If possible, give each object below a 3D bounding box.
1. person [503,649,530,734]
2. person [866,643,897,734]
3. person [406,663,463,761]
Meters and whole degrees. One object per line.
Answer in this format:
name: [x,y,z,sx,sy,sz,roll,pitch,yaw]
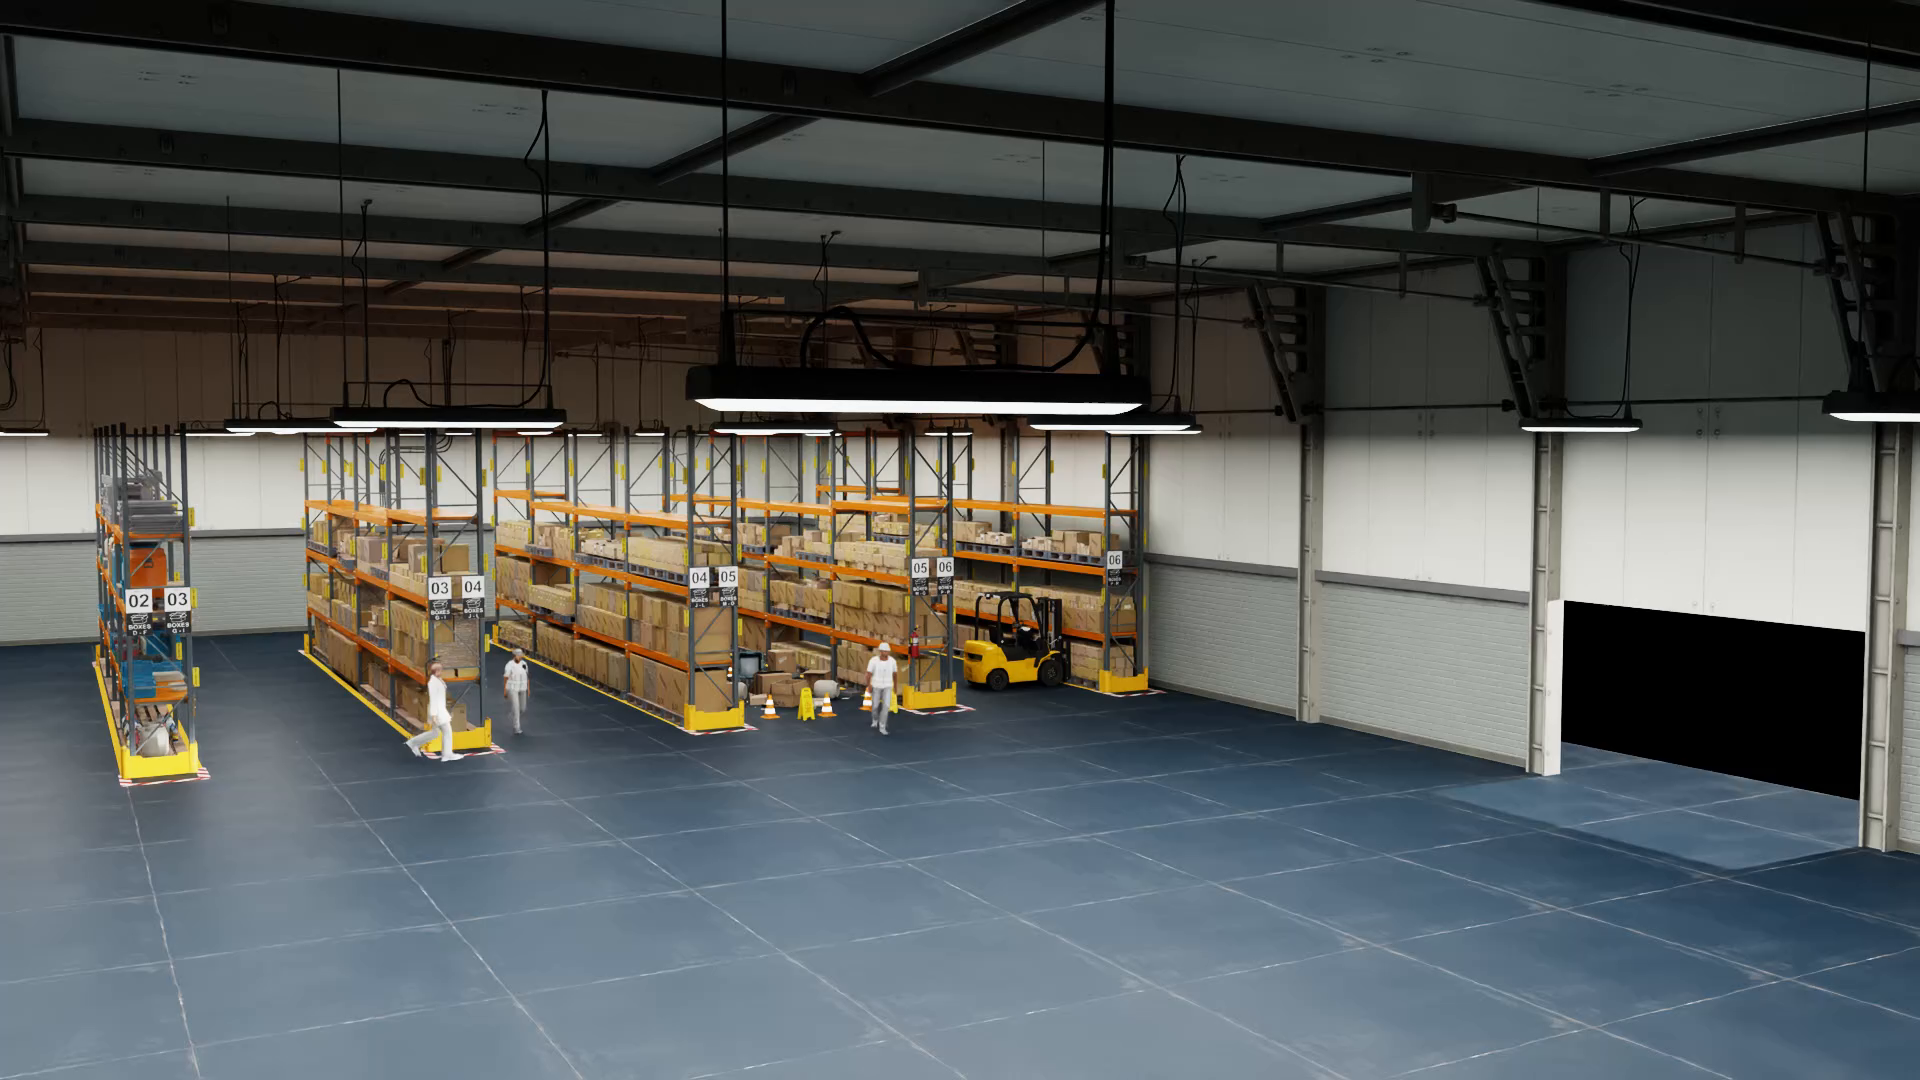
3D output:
person: [-8.736,2.934,32.712,0.972,1.601,0.498,3,5,44]
person: [-1.530,2.893,32.607,0.657,1.774,0.732,-1,4,-16]
person: [-9.368,3.053,29.602,0.998,1.736,0.669,-1,4,-10]
